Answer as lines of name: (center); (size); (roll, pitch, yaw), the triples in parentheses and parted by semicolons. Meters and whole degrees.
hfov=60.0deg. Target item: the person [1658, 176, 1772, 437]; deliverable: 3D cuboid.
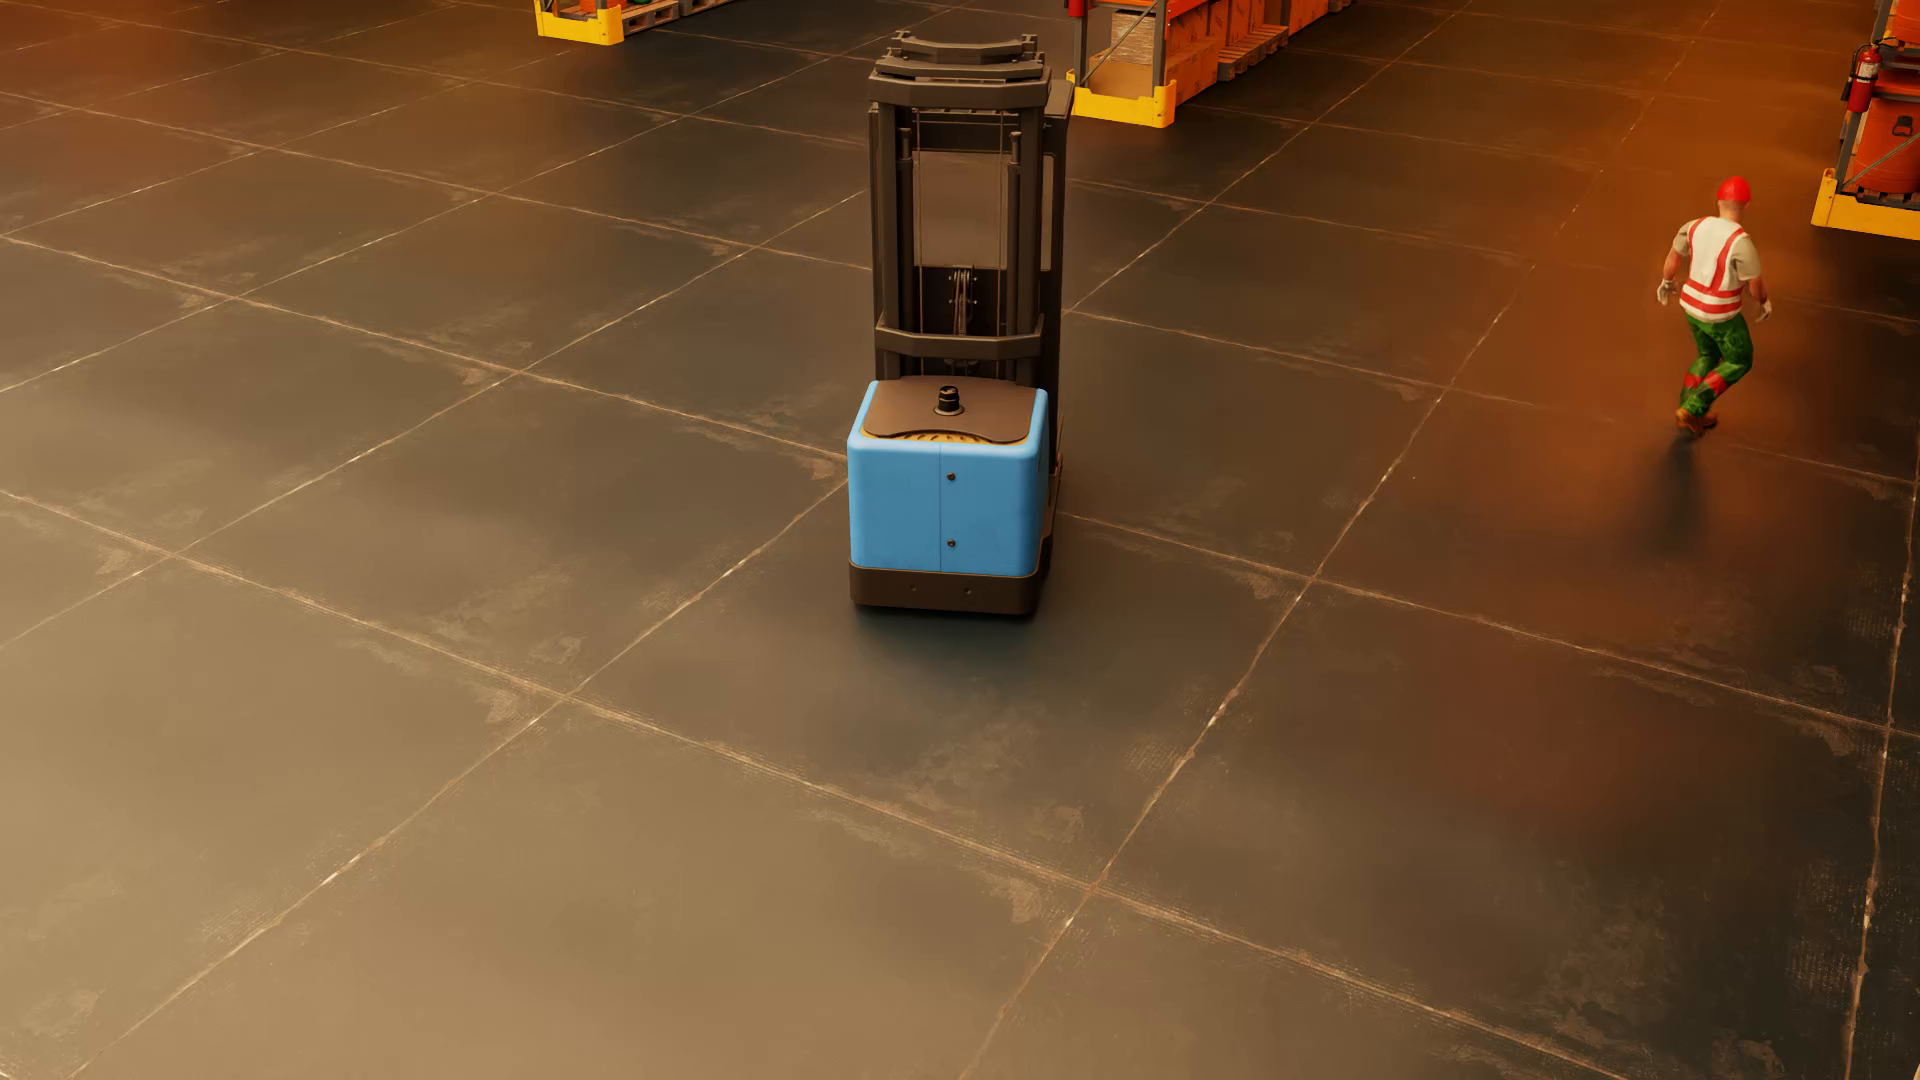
person: (4.960, -1.545, 10.938); (0.510, 1.741, 0.763); (-8, 31, -13)

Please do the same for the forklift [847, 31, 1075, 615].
forklift: (0.072, -1.572, 9.794); (1.130, 2.935, 3.031); (3, 30, 6)
